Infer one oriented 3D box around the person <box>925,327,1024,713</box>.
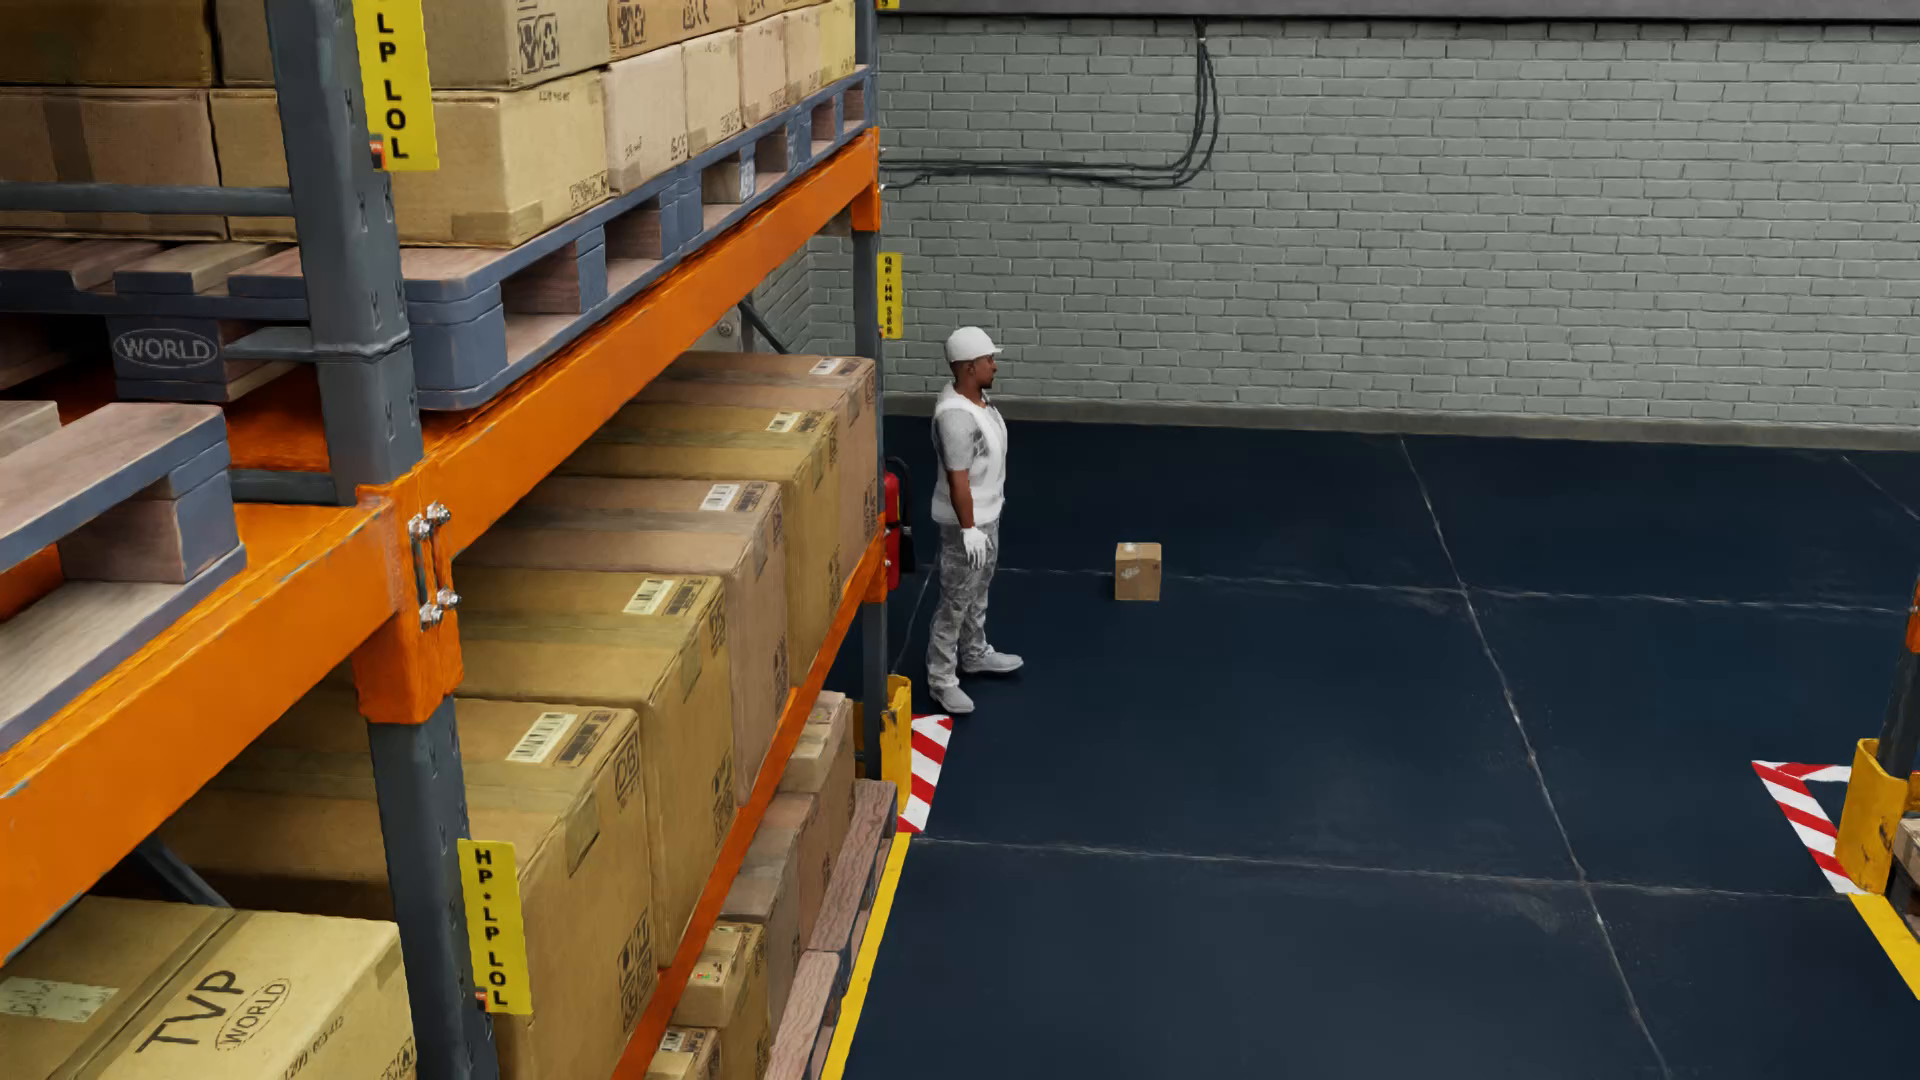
[{"bbox_3d":[0.071,-0.127,7.797,0.429,1.786,0.678,4,21,9],"label":"person"}]
